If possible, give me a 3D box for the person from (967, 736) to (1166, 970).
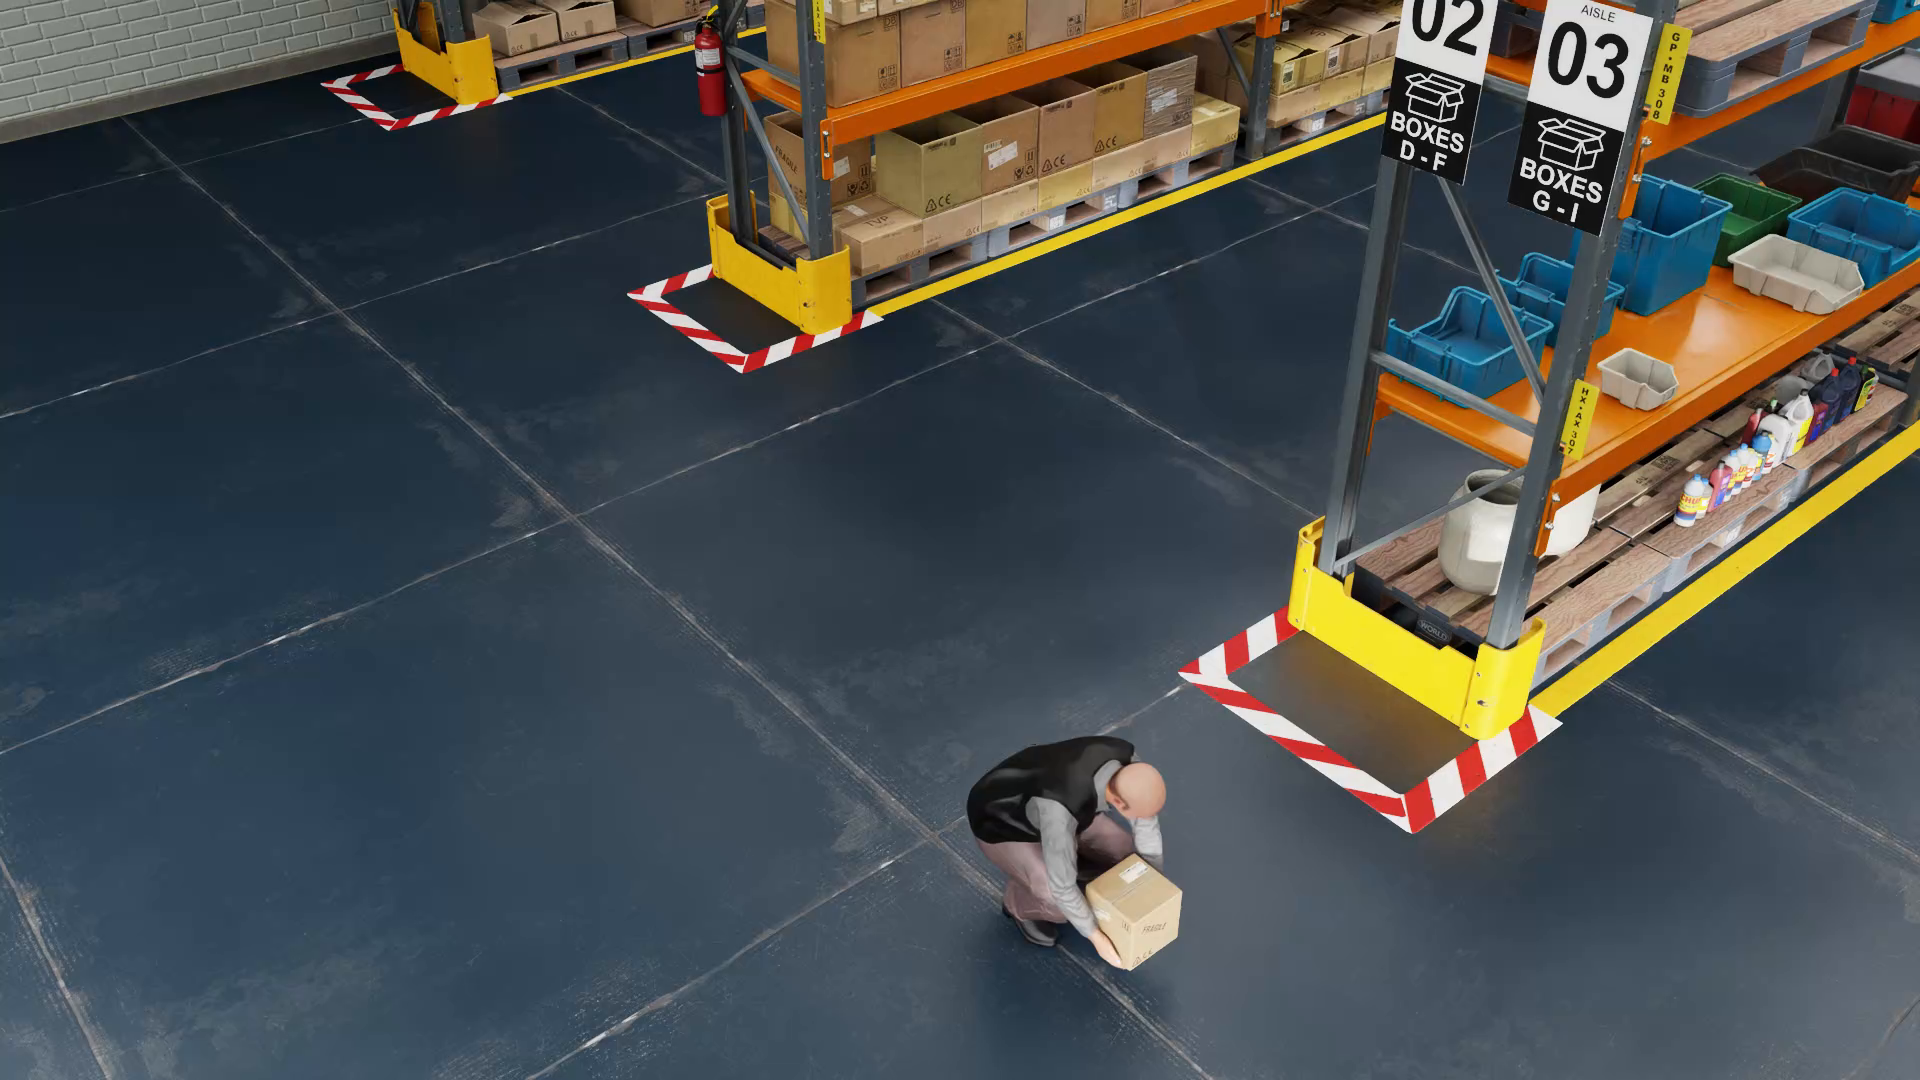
[{"bbox_3d":[0.425,1.092,6.235,0.534,0.967,0.851,-26,43,-31],"label":"person"}]
